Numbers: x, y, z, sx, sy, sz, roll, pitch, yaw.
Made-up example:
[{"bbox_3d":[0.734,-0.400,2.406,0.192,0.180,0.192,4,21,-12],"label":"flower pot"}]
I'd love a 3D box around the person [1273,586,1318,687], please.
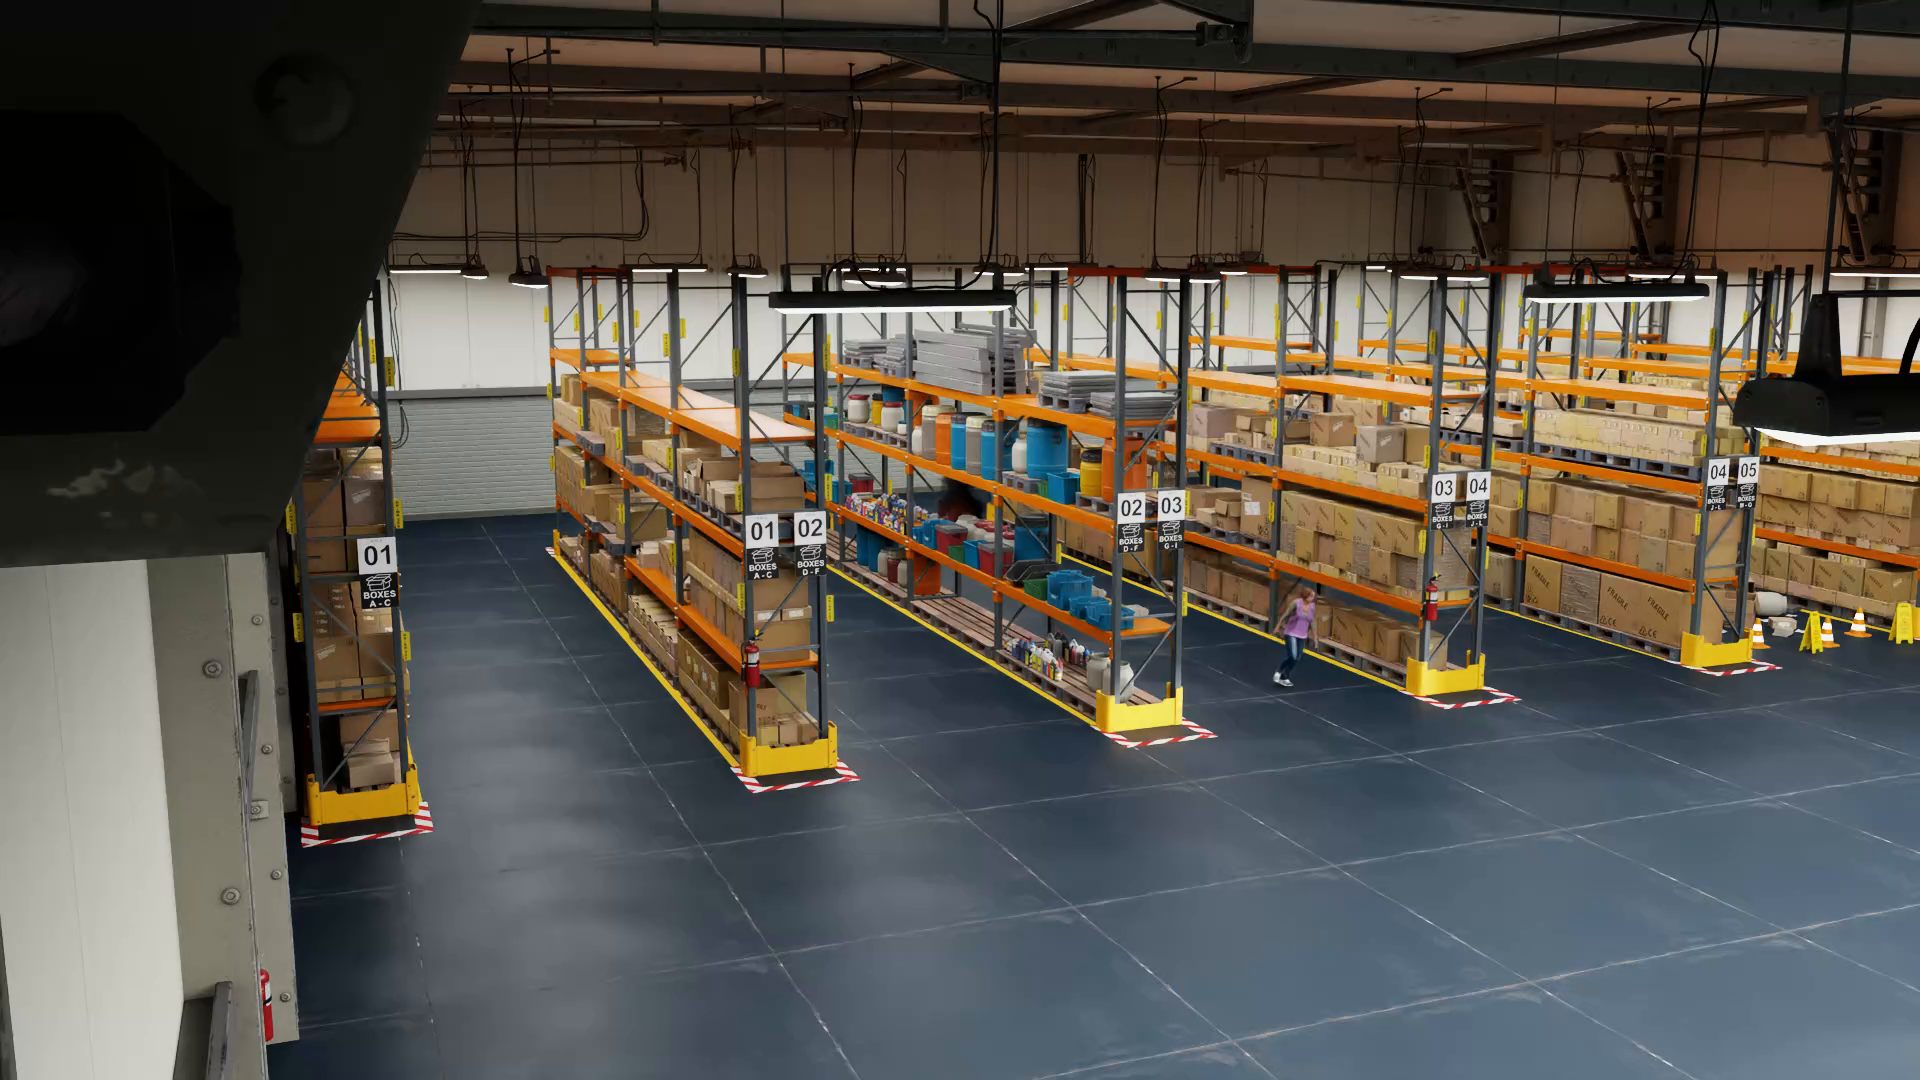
[{"bbox_3d":[4.886,1.405,24.175,0.545,1.534,0.547,-4,11,-22],"label":"person"}]
